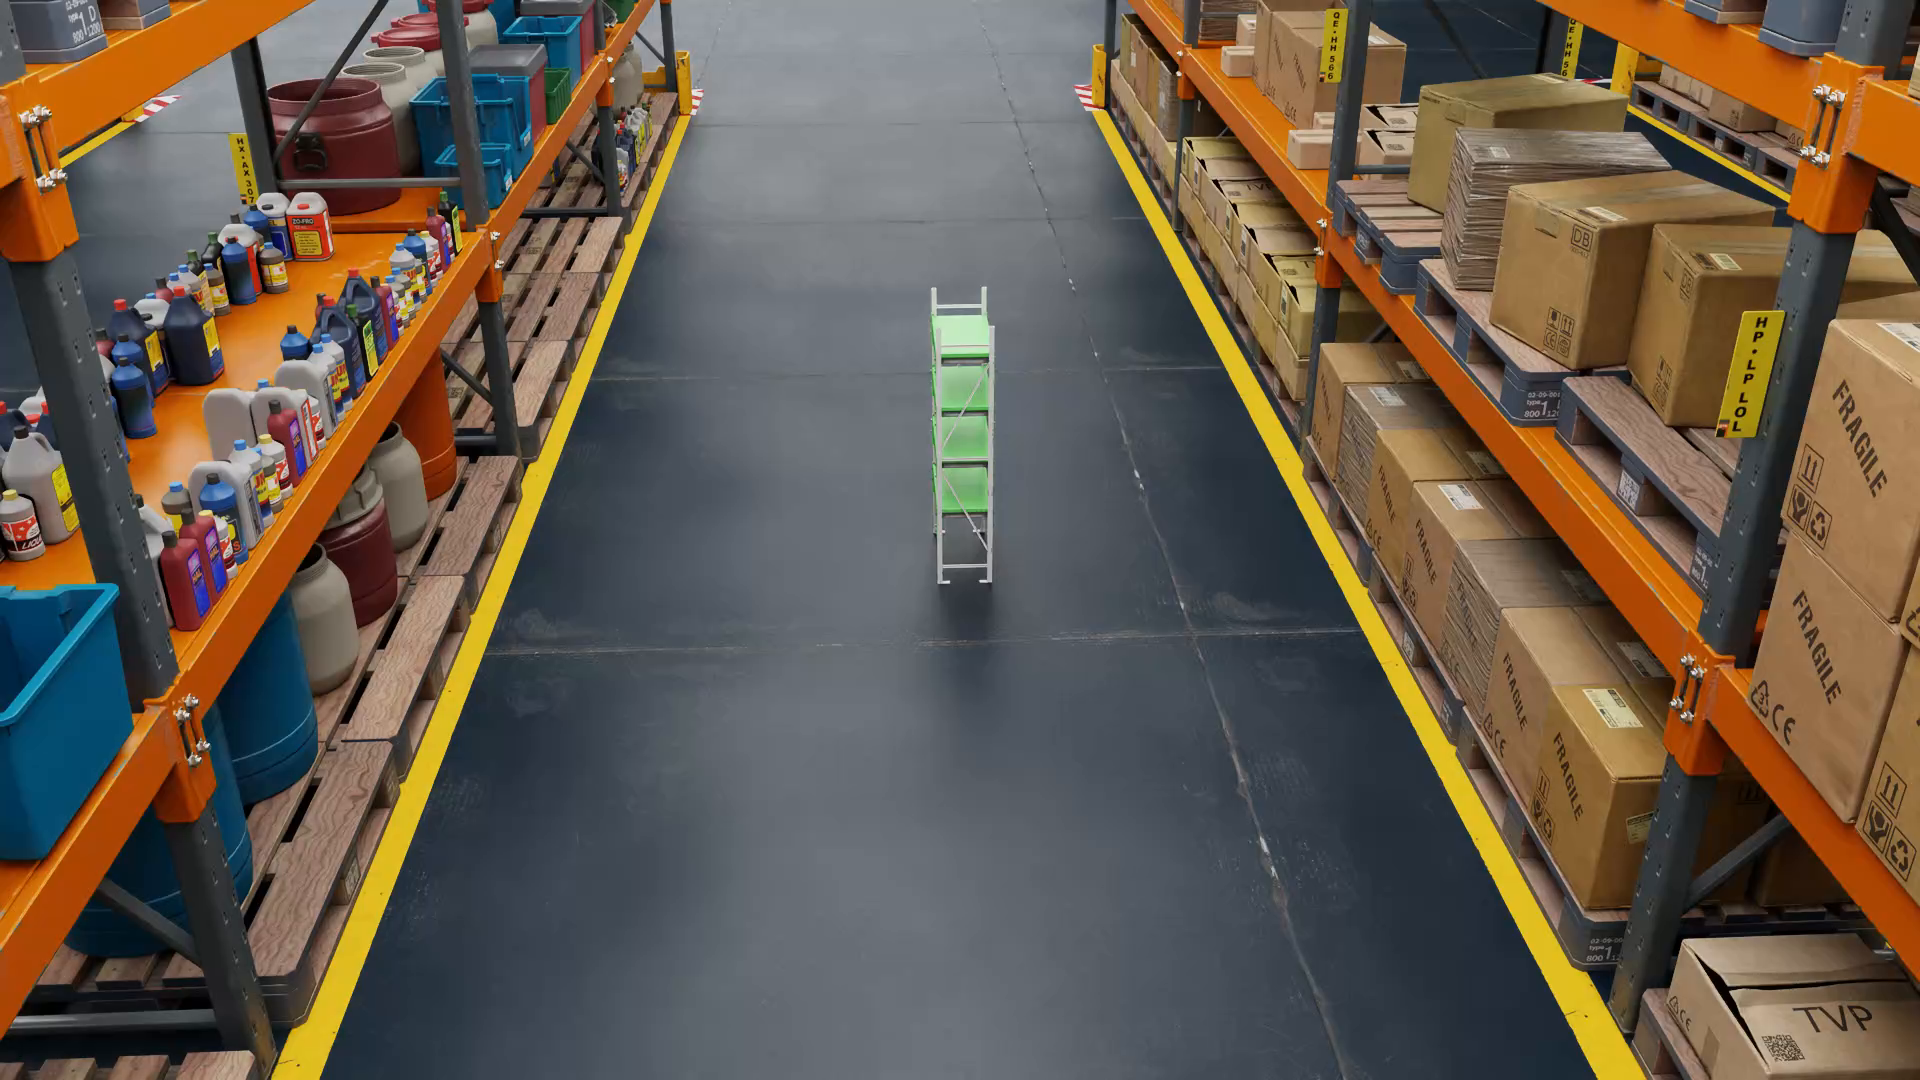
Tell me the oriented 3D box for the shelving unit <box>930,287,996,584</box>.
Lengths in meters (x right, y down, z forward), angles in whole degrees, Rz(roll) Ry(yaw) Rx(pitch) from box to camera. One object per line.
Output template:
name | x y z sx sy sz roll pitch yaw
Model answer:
shelving unit | 0.009 -0.456 7.326 0.258 1.200 0.503 -1 28 -3

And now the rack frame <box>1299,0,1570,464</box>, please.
rack frame | 2.252 -1.746 7.855 1.000 3.000 0.127 -1 28 -3

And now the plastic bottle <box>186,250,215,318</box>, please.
plastic bottle | -2.997 -0.986 6.523 0.061 0.283 0.133 -1 28 -3

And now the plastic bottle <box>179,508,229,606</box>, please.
plastic bottle | -2.086 0.029 4.577 0.061 0.283 0.133 -1 28 -3

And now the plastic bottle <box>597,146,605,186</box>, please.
plastic bottle | -2.633 -2.770 12.279 0.061 0.283 0.133 -1 28 -3

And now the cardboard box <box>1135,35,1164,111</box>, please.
cardboard box | 1.716 -3.795 13.490 0.500 0.500 0.500 -1 28 -3

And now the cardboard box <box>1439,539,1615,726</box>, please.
cardboard box | 2.106 0.333 6.095 0.500 0.500 0.500 -1 28 -2

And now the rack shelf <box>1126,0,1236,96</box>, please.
rack shelf | 1.939 -4.198 13.334 1.077 0.370 4.000 -1 28 -3

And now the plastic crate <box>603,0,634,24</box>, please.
plastic crate | -2.693 -4.016 12.435 0.450 0.188 0.662 -1 28 -3

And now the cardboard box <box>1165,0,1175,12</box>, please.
cardboard box | 1.957 -4.318 12.677 0.700 0.500 0.500 -1 28 -2

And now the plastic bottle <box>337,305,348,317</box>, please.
plastic bottle | -2.232 -0.724 6.021 0.061 0.283 0.133 -1 28 -3

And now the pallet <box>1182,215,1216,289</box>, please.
pallet | 2.121 -2.018 11.391 1.003 0.211 1.213 -1 28 -3

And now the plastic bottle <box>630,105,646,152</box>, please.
plastic bottle | -2.573 -3.249 13.124 0.144 0.351 0.185 0 28 -1

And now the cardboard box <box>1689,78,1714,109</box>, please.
cardboard box | 6.757 -3.980 14.570 0.500 0.311 0.500 1 28 2

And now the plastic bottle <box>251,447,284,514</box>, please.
plastic bottle | -2.133 -0.184 5.075 0.097 0.201 0.097 0 28 0

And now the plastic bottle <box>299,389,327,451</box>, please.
plastic bottle | -2.157 -0.398 5.484 0.097 0.201 0.097 0 28 0

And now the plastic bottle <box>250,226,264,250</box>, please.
plastic bottle | -3.011 -1.234 7.087 0.097 0.201 0.097 0 28 0

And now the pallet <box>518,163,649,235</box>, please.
pallet | -2.897 -2.551 12.412 1.003 0.211 1.213 -1 28 -3

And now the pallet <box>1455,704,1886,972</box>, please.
pallet | 2.381 0.962 5.676 1.003 0.211 1.213 -1 28 -3

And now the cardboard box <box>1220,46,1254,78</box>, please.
cardboard box | 1.885 -3.068 10.661 0.380 0.149 0.250 -1 28 -3

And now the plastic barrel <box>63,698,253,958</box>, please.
plastic barrel | -2.497 0.711 4.958 0.600 0.901 0.708 -1 28 -3

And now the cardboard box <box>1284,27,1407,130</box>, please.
cardboard box | 2.148 -2.565 9.317 0.500 0.500 0.500 -3 28 -5

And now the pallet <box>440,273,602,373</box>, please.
pallet | -2.757 -1.313 10.039 1.003 0.211 1.213 -1 28 -3

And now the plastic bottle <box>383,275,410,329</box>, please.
plastic bottle | -2.217 -0.934 6.512 0.097 0.201 0.097 0 28 0

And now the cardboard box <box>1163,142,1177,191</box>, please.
cardboard box | 1.801 -2.770 12.336 0.500 0.250 0.500 -1 28 -3

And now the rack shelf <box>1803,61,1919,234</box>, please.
rack shelf | 2.565 0.013 2.015 1.077 0.370 4.000 -1 28 -3

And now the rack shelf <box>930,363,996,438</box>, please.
rack shelf | 0.009 -0.612 7.245 0.258 0.148 0.480 -1 28 -3

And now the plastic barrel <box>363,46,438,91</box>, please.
plastic barrel | -2.984 -2.343 8.877 0.421 0.512 0.421 0 28 0

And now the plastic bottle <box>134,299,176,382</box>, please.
plastic bottle | -2.923 -0.725 6.032 0.152 0.276 0.135 -1 28 -3

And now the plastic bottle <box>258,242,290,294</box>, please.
plastic bottle | -2.847 -1.131 6.889 0.097 0.201 0.097 0 28 0

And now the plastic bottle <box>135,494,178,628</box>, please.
plastic bottle | -2.183 0.051 4.461 0.144 0.351 0.185 -1 28 -3

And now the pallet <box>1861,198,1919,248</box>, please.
pallet | 7.032 -2.119 11.585 1.003 0.211 1.213 -1 28 -3

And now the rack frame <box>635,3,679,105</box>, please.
rack frame | -3.113 -5.323 14.712 1.000 3.000 0.127 -1 28 -3

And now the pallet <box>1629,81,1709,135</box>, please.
pallet | 6.792 -3.915 15.028 1.003 0.211 1.213 -1 28 -3

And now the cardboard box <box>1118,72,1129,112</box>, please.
cardboard box | 1.670 -3.924 14.549 0.500 0.250 0.500 -1 28 -3

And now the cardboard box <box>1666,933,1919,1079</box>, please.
cardboard box | 2.267 1.297 4.451 0.500 0.311 0.500 -1 28 -3

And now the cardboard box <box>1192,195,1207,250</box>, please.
cardboard box | 1.842 -2.132 11.114 0.500 0.250 0.500 -1 28 -1

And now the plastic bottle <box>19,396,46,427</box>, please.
plastic bottle | -2.875 -0.302 5.220 0.152 0.276 0.135 -1 28 -3

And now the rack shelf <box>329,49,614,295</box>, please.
rack shelf | -2.799 -2.233 9.566 1.077 0.370 4.000 -1 28 -3

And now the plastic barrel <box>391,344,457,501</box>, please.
plastic barrel | -2.652 -0.627 7.601 0.600 0.830 0.708 -1 28 -3

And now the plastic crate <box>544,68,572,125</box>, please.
plastic crate | -2.531 -2.584 9.691 0.450 0.188 0.662 -1 28 -3

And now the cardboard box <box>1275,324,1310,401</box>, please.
cardboard box | 1.981 -0.951 8.848 0.500 0.250 0.500 -1 28 -1

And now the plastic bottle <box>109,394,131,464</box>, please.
plastic bottle | -2.758 -0.374 5.362 0.097 0.271 0.097 0 28 0

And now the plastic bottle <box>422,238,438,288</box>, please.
plastic bottle | -2.243 -1.159 6.943 0.097 0.201 0.097 0 28 0

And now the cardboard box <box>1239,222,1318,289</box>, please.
cardboard box | 1.921 -1.671 9.623 0.500 0.311 0.500 -2 28 -3

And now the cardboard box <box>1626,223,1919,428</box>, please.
cardboard box | 2.560 -0.670 5.229 0.700 0.500 0.500 3 28 5

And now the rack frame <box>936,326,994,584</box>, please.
rack frame | 0.021 -0.343 7.110 0.240 1.200 0.015 -1 28 -3

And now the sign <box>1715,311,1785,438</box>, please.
sign | 1.907 -0.398 4.017 0.100 0.325 0.005 -1 28 -3

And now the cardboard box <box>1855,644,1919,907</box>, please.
cardboard box | 2.245 0.535 3.373 0.500 0.500 0.500 -1 28 -2

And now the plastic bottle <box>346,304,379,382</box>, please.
plastic bottle | -2.171 -0.726 6.024 0.061 0.283 0.133 -1 28 -3

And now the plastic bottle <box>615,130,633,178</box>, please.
plastic bottle | -2.531 -2.879 12.415 0.144 0.351 0.185 -1 28 -1
